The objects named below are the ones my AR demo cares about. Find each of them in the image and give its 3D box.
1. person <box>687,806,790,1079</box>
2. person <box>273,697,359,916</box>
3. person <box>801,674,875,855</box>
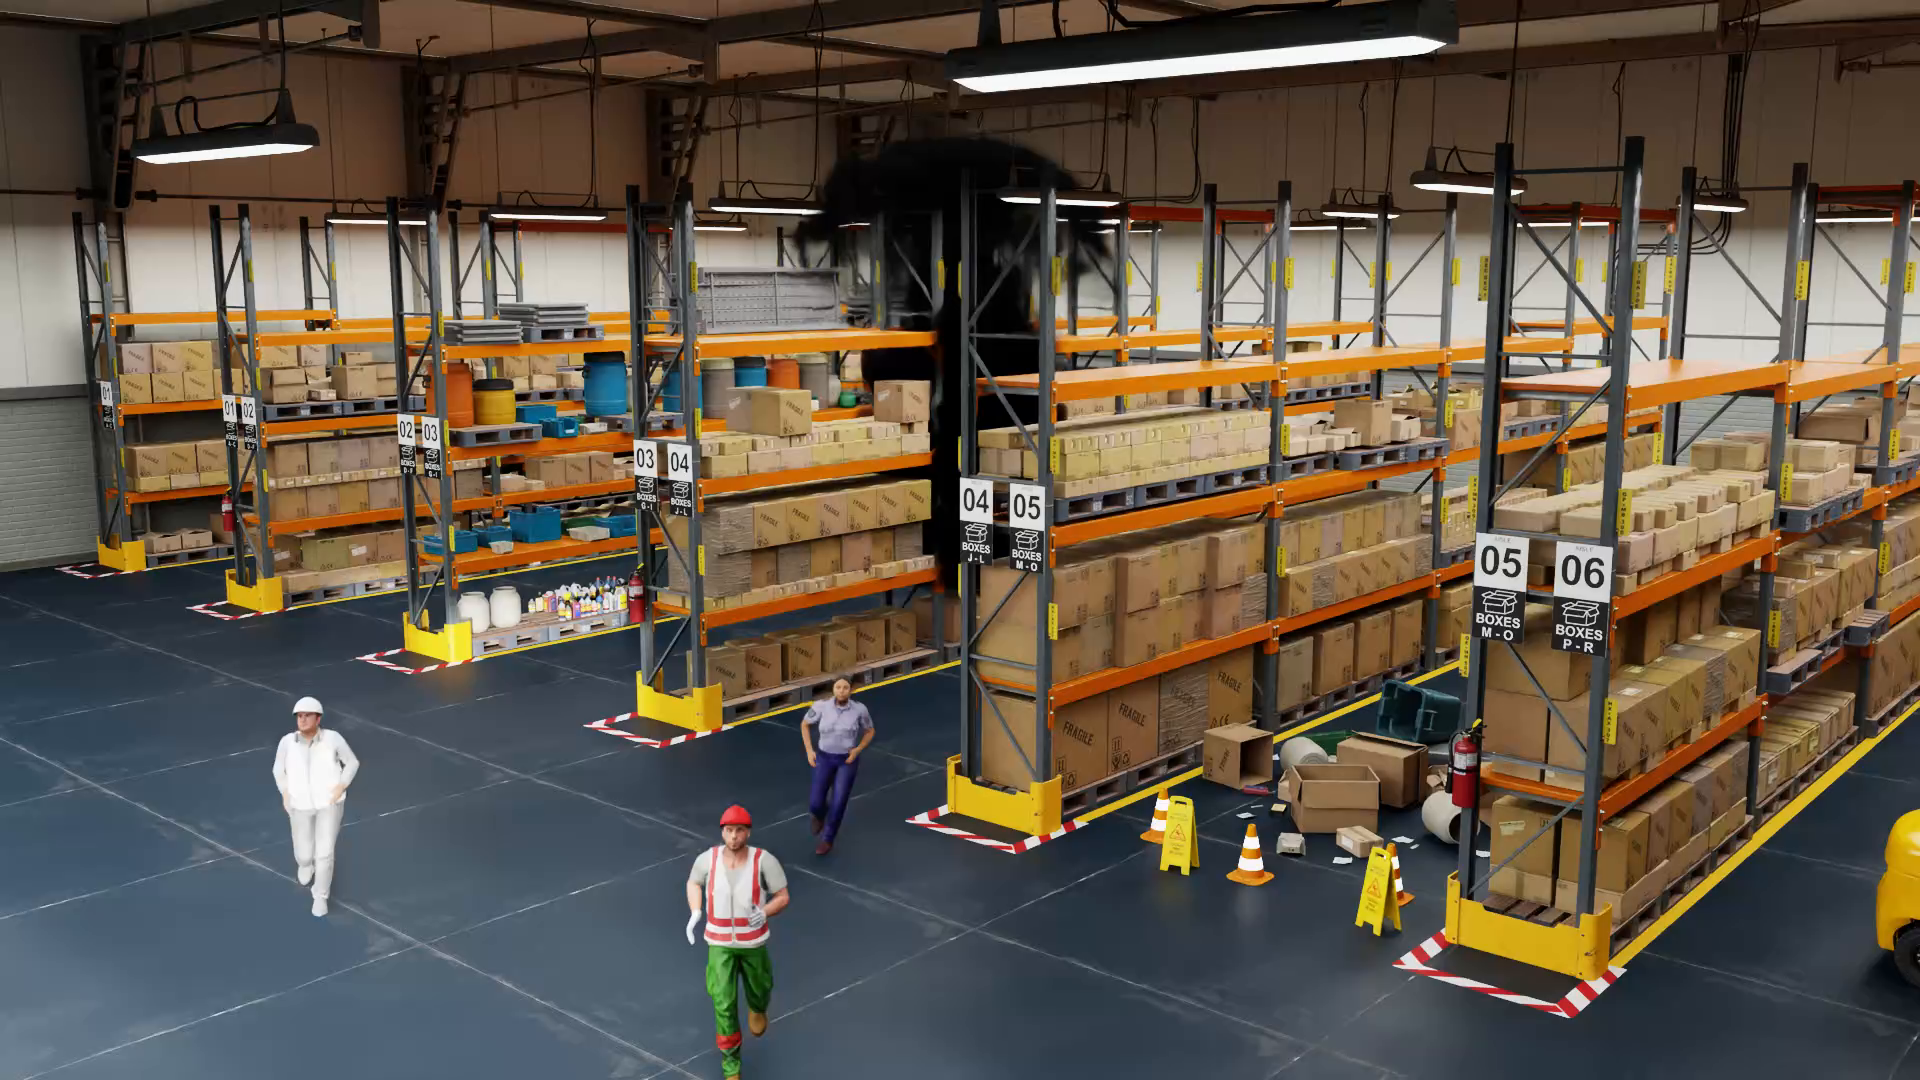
[{"bbox_3d":[-1.420,2.554,10.622,0.670,1.765,0.914,0,9,-2],"label":"person"},{"bbox_3d":[-5.194,2.107,13.458,0.662,1.752,0.645,-2,10,-13],"label":"person"},{"bbox_3d":[-1.077,1.968,14.756,0.656,1.585,0.539,-1,9,-4],"label":"person"}]
